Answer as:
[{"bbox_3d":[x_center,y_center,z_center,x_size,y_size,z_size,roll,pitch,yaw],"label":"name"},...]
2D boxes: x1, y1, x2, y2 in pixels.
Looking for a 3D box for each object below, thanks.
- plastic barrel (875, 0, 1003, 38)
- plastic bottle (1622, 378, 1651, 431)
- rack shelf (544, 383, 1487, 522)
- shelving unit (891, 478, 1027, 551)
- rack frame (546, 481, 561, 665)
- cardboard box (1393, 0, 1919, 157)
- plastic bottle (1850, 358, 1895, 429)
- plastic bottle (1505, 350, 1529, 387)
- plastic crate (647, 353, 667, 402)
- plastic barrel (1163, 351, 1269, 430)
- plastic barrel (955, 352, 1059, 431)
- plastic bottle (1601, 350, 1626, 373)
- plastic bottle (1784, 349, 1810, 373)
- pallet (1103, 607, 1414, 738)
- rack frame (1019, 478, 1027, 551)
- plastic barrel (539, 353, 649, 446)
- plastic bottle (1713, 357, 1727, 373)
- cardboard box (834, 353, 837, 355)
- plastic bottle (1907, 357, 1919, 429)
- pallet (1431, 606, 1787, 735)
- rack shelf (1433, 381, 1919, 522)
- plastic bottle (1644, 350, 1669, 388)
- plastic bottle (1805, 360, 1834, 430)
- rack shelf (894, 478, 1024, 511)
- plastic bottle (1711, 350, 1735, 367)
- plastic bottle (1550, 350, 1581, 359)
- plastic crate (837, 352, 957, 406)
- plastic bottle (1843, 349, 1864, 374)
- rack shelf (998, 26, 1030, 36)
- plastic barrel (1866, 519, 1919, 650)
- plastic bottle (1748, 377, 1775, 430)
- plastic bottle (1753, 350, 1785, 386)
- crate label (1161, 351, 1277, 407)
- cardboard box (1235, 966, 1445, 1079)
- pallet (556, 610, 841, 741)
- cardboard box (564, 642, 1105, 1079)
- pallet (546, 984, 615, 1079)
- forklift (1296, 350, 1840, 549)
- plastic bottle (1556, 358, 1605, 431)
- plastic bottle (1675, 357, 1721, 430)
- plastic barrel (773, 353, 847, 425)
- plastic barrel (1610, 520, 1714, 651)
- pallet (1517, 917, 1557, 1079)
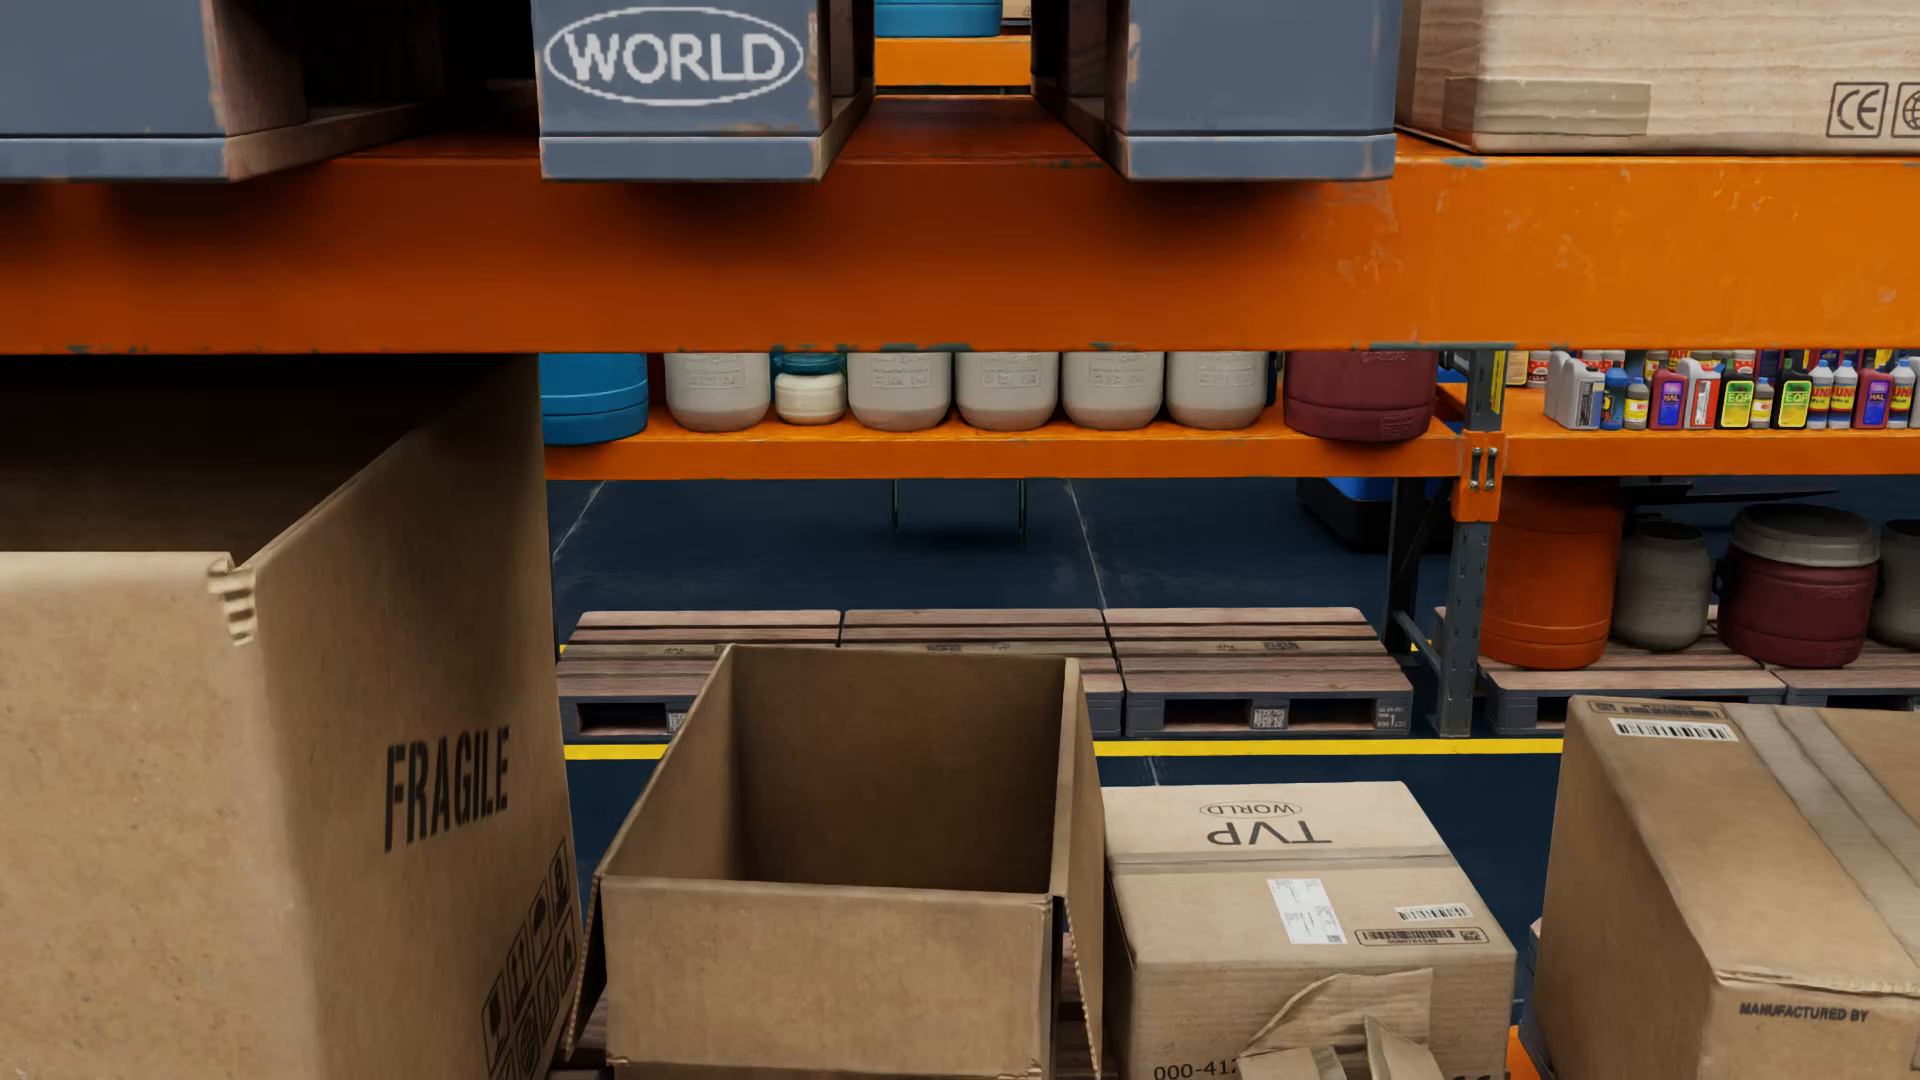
[{"bbox_3d":[-0.124,-2.470,6.606,0.708,0.901,0.600,0,18,-1],"label":"plastic barrel"},{"bbox_3d":[2.714,-0.549,6.673,0.097,0.201,0.097,0,18,0],"label":"plastic bottle"},{"bbox_3d":[0.062,-0.395,7.047,4.000,0.370,1.077,0,18,-1],"label":"rack shelf"},{"bbox_3d":[-0.007,-0.714,9.318,0.755,1.500,0.431,0,18,-1],"label":"shelving unit"},{"bbox_3d":[-1.937,-0.728,6.907,0.127,3.000,1.000,0,18,-1],"label":"rack frame"},{"bbox_3d":[0.671,-0.506,1.550,0.500,0.250,0.500,0,18,1],"label":"cardboard box"},{"bbox_3d":[3.656,-0.587,6.657,0.133,0.283,0.061,0,18,-1],"label":"plastic bottle"},{"bbox_3d":[2.460,-0.824,7.397,0.133,0.283,0.061,0,18,-1],"label":"plastic bottle"},{"bbox_3d":[-1.458,-0.854,7.195,0.583,0.464,0.402,0,18,-1],"label":"plastic crate"},{"bbox_3d":[1.037,-0.730,6.731,0.421,0.512,0.421,0,18,0],"label":"plastic barrel"},{"bbox_3d":[0.189,-0.736,6.709,0.433,0.535,0.433,0,18,0],"label":"plastic barrel"},{"bbox_3d":[2.904,-0.782,7.399,0.097,0.201,0.097,0,18,0],"label":"plastic bottle"},{"bbox_3d":[3.762,-0.850,7.366,0.185,0.351,0.144,0,18,-1],"label":"plastic bottle"},{"bbox_3d":[1.287,0.572,7.418,1.213,0.211,1.003,0,18,-1],"label":"pallet"},{"bbox_3d":[0.359,-0.716,9.324,0.023,1.500,0.400,0,18,-1],"label":"rack frame"},{"bbox_3d":[-1.546,-0.876,6.547,0.708,0.901,0.600,0,18,-1],"label":"plastic barrel"},{"bbox_3d":[3.078,-0.602,6.726,0.097,0.271,0.097,0,18,0],"label":"plastic bottle"},{"bbox_3d":[-1.094,-1.325,11.664,0.500,0.311,0.500,0,18,-2],"label":"cardboard box"},{"bbox_3d":[3.887,-0.598,6.705,0.135,0.276,0.152,0,18,-1],"label":"plastic bottle"},{"bbox_3d":[2.850,0.564,7.444,1.213,0.211,1.003,0,18,-1],"label":"pallet"},{"bbox_3d":[4.062,-0.414,7.107,4.000,0.370,1.077,0,18,-1],"label":"rack shelf"},{"bbox_3d":[3.098,-0.783,7.402,0.097,0.201,0.097,0,18,0],"label":"plastic bottle"},{"bbox_3d":[3.443,-0.586,6.673,0.097,0.271,0.097,0,18,0],"label":"plastic bottle"},{"bbox_3d":[-0.007,-0.404,9.418,0.720,0.370,0.431,0,18,-1],"label":"rack shelf"},{"bbox_3d":[3.390,-0.784,7.406,0.097,0.201,0.097,0,18,0],"label":"plastic bottle"},{"bbox_3d":[2.691,-0.825,7.400,0.133,0.283,0.061,0,18,-1],"label":"plastic bottle"},{"bbox_3d":[-0.201,-0.722,7.234,0.662,0.188,0.450,0,18,-1],"label":"plastic crate"},{"bbox_3d":[3.922,-0.813,7.361,0.133,0.283,0.061,0,18,-1],"label":"plastic bottle"},{"bbox_3d":[-0.012,-3.336,11.304,4.000,0.370,1.077,0,18,-1],"label":"rack shelf"},{"bbox_3d":[4.243,0.194,7.417,0.421,0.512,0.421,0,18,0],"label":"plastic barrel"},{"bbox_3d":[3.212,-0.551,6.680,0.097,0.201,0.097,0,18,0],"label":"plastic bottle"},{"bbox_3d":[3.603,-0.830,7.414,0.133,0.283,0.061,0,18,-1],"label":"plastic bottle"},{"bbox_3d":[1.064,-0.842,7.204,0.616,0.435,0.502,0,18,-1],"label":"crate label"},{"bbox_3d":[0.477,0.720,1.925,0.258,0.266,0.396,-1,18,-2],"label":"cardboard box"},{"bbox_3d":[-1.153,0.584,7.381,1.213,0.211,1.003,0,18,-1],"label":"pallet"},{"bbox_3d":[-0.127,0.499,2.225,0.637,0.503,0.797,2,18,5],"label":"cardboard box"},{"bbox_3d":[-1.093,0.917,2.093,1.213,0.211,1.003,0,18,-1],"label":"pallet"},{"bbox_3d":[3.607,-1.522,9.494,3.031,2.935,1.130,-2,18,-6],"label":"forklift"},{"bbox_3d":[2.500,-0.592,6.684,0.135,0.276,0.152,0,18,-1],"label":"plastic bottle"},{"bbox_3d":[2.962,-0.594,6.691,0.135,0.276,0.152,0,18,-1],"label":"plastic bottle"},{"bbox_3d":[-0.612,-0.622,6.802,0.301,0.262,0.301,0,18,0],"label":"plastic barrel"},{"bbox_3d":[3.114,0.200,7.400,0.421,0.512,0.421,0,18,0],"label":"plastic barrel"},{"bbox_3d":[1.429,0.893,2.168,1.003,0.211,1.213,0,18,-1],"label":"pallet"}]
